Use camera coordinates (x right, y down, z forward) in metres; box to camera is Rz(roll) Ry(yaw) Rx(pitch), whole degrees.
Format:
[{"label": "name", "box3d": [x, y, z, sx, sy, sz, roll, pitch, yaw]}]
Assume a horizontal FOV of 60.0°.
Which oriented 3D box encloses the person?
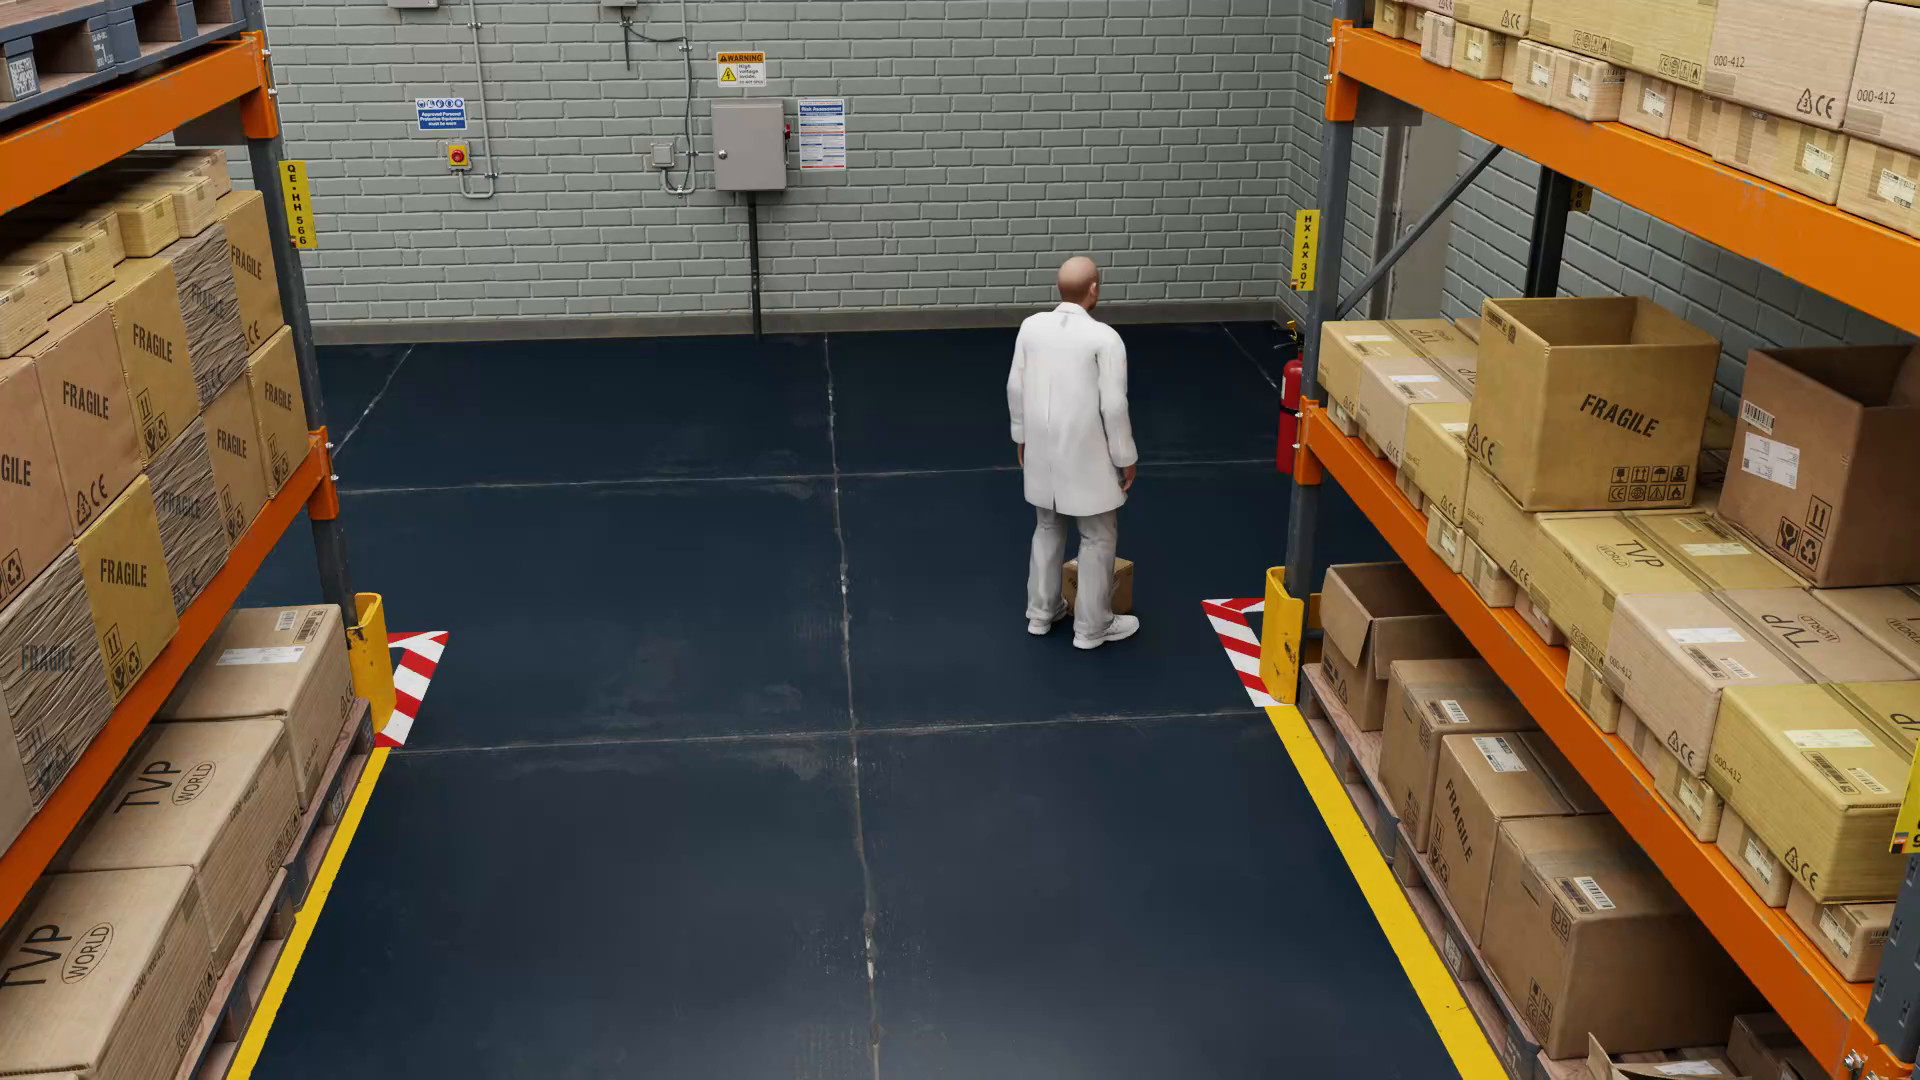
[{"label": "person", "box3d": [0.505, -0.394, 7.529, 0.655, 1.774, 0.415, 17, 28, 33]}]
